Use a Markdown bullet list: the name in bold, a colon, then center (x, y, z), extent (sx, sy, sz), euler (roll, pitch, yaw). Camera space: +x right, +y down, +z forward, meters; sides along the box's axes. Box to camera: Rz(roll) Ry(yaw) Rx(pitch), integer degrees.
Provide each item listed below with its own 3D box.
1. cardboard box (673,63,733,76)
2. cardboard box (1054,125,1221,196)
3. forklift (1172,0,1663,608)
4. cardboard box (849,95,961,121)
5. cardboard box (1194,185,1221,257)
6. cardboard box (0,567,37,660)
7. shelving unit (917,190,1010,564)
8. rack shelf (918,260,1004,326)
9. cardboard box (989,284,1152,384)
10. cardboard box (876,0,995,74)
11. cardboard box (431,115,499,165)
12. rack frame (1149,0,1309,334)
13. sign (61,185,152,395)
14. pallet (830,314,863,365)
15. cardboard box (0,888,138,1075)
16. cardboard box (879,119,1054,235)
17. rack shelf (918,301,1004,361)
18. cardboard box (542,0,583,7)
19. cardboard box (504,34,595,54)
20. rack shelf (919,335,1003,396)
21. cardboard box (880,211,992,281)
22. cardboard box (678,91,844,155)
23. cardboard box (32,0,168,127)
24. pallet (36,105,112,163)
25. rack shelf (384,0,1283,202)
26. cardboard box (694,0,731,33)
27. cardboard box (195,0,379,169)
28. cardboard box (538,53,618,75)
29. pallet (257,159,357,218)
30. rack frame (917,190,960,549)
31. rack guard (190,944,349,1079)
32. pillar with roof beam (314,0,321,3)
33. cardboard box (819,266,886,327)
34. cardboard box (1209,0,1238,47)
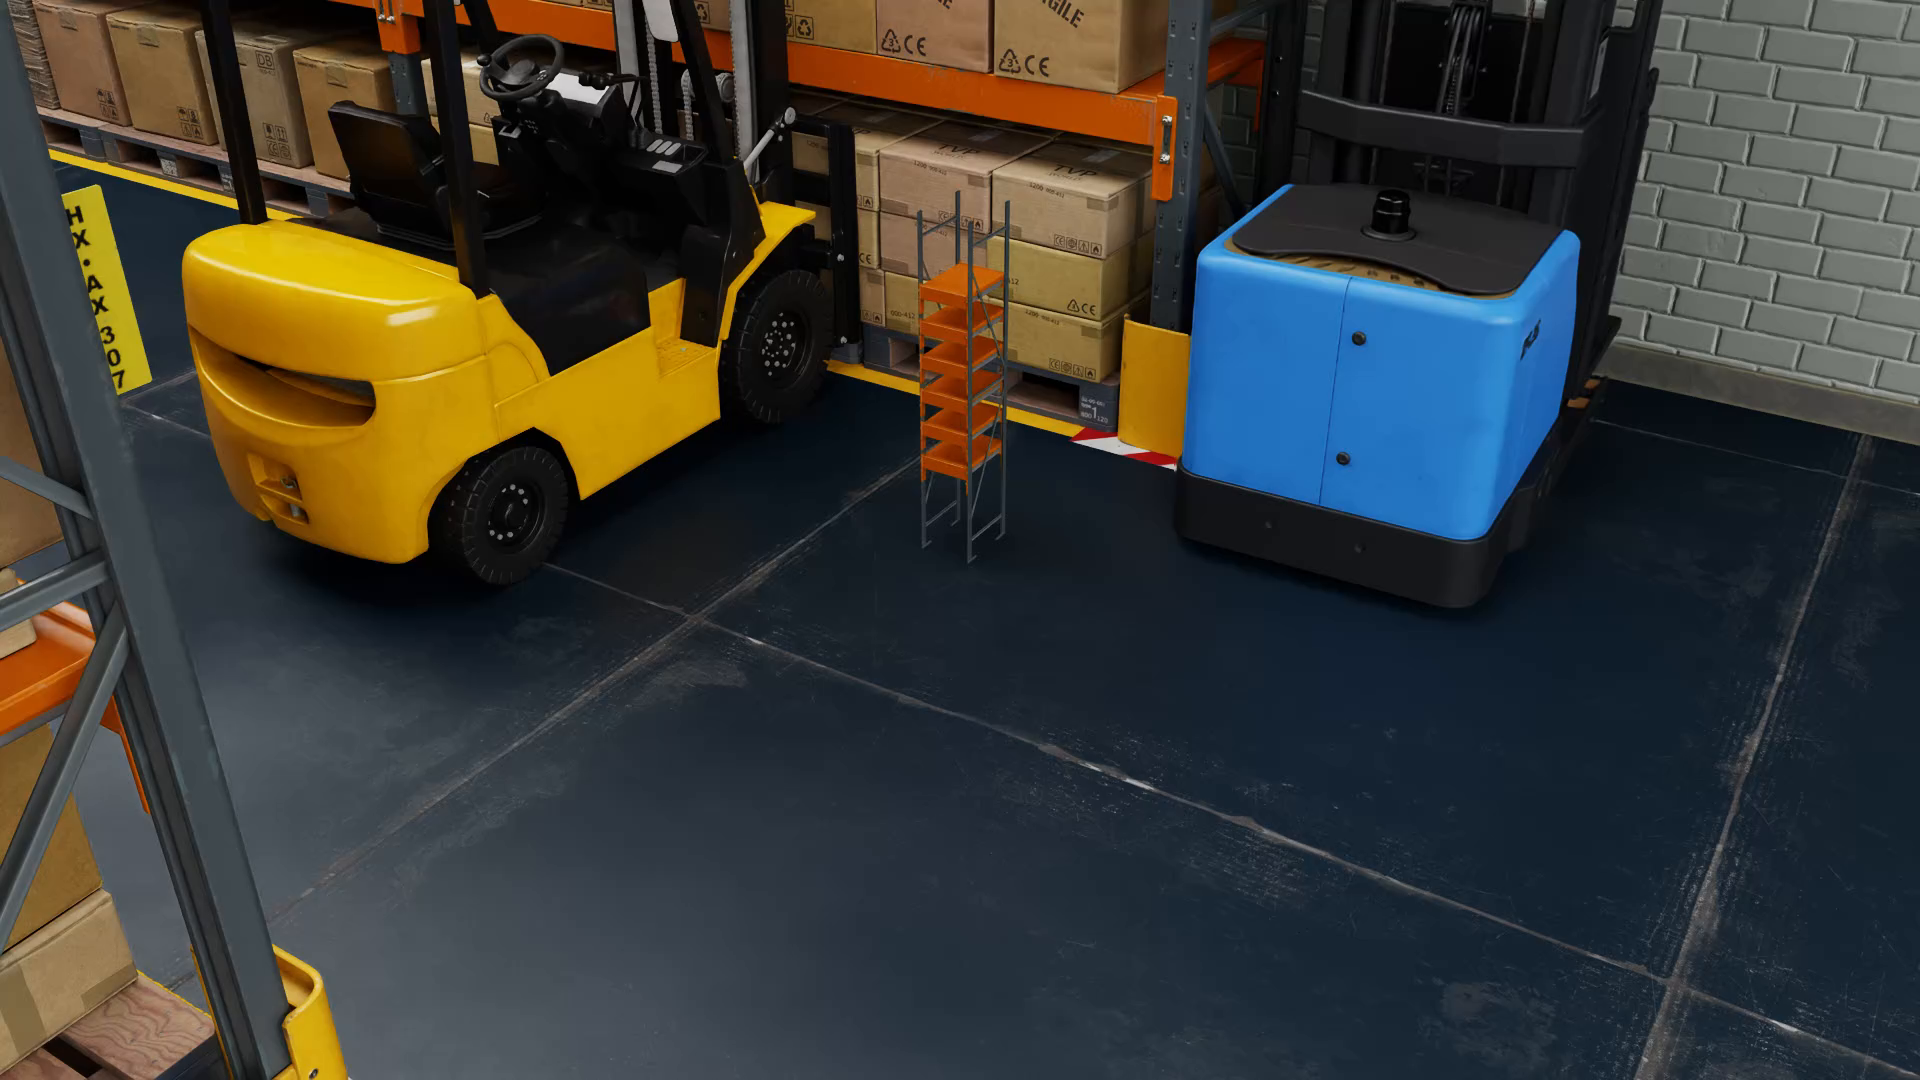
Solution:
- **cardboard box**: center (-0.990, -2.067, 7.636), extent (0.500, 0.250, 0.500), euler (18, 35, 28)
- **cardboard box**: center (0.713, -1.525, 6.707), extent (0.500, 0.250, 0.500), euler (17, 34, 27)
- **forklift**: center (1.899, -1.761, 5.860), extent (1.130, 2.935, 3.031), euler (16, 34, 26)
- **cardboard box**: center (-0.130, -1.796, 7.171), extent (0.500, 0.250, 0.500), euler (17, 34, 27)
- **cardboard box**: center (0.732, -1.314, 6.841), extent (0.500, 0.250, 0.500), euler (18, 35, 28)
- **cardboard box**: center (-1.794, 0.159, 2.750), extent (0.250, 0.149, 0.380), euler (18, 35, 28)
- **shelving unit**: center (0.012, -0.514, 5.441), extent (0.189, 1.200, 0.258), euler (18, 35, 27)
- **rack shelf**: center (0.012, -0.787, 5.282), extent (0.180, 0.103, 0.258), euler (18, 35, 27)
- **cardboard box**: center (0.454, -0.874, 6.584), extent (0.500, 0.250, 0.500), euler (18, 35, 28)
- **cardboard box**: center (0.029, -2.095, 6.266), extent (0.500, 0.500, 0.500), euler (19, 35, 29)
- **cardboard box**: center (-2.123, -1.909, 7.862), extent (0.500, 0.250, 0.500), euler (17, 34, 27)
- **rack frame**: center (1.020, -1.890, 6.012), extent (0.127, 3.000, 1.000), euler (18, 35, 27)
- **sign**: center (-1.328, -0.376, 2.558), extent (0.005, 0.325, 0.100), euler (18, 35, 27)
- **pallet**: center (-0.679, -1.199, 7.596), extent (1.213, 0.211, 1.003), euler (18, 35, 27)
- **cardboard box**: center (-2.152, 0.902, 3.539), extent (0.500, 0.250, 0.500), euler (17, 34, 27)
- **cardboard box**: center (0.028, -1.440, 6.561), extent (0.500, 0.250, 0.500), euler (18, 35, 28)
- **rack shelf**: center (0.012, -0.683, 5.342), extent (0.180, 0.103, 0.258), euler (18, 35, 27)
- **cardboard box**: center (-1.681, -2.642, 7.202), extent (0.500, 0.500, 0.500), euler (18, 35, 28)
- **cardboard box**: center (-1.849, -2.337, 8.100), extent (0.500, 0.250, 0.500), euler (18, 35, 28)
- **rack shelf**: center (0.012, -0.580, 5.403), extent (0.180, 0.103, 0.258), euler (18, 35, 27)
- **cardboard box**: center (0.022, -1.235, 6.706), extent (0.500, 0.250, 0.500), euler (17, 34, 27)
- **cardboard box**: center (-0.830, -1.710, 7.023), extent (0.500, 0.250, 0.500), euler (17, 34, 26)
- **cardboard box**: center (-4.677, -2.844, 9.588), extent (0.625, 0.625, 0.875), euler (19, 35, 29)
- **pallet**: center (-5.080, -2.591, 9.982), extent (1.213, 0.211, 1.003), euler (18, 35, 27)
- **rack shelf**: center (-0.674, -2.115, 7.112), extent (4.000, 0.370, 1.077), euler (18, 35, 27)
- **cardboard box**: center (-0.837, -2.363, 6.724), extent (0.500, 0.500, 0.500), euler (18, 35, 28)
- **cardboard box**: center (-3.469, -2.463, 8.935), extent (0.625, 0.625, 0.875), euler (17, 34, 27)
- **cardboard box**: center (-1.698, -1.982, 7.490), extent (0.500, 0.250, 0.500), euler (18, 35, 27)
- **pallet**: center (-3.013, -1.937, 8.861), extent (1.213, 0.211, 1.003), euler (18, 35, 27)
- **rack frame**: center (-0.065, -0.539, 5.483), extent (0.006, 1.200, 0.240), euler (18, 35, 27)
- **rack guard**: center (-1.680, 1.289, 3.044), extent (0.348, 0.500, 1.175), euler (18, 35, 27)
- **pillar with roof beam**: center (-6.461, -4.822, 5.085), extent (0.400, 9.000, 9.100), euler (18, 35, 27)
- **cardboard box**: center (-0.381, -1.149, 7.056), extent (0.500, 0.250, 0.500), euler (18, 35, 28)
- **cardboard box**: center (0.748, -2.184, 6.418), extent (0.500, 0.500, 0.500), euler (19, 35, 29)
